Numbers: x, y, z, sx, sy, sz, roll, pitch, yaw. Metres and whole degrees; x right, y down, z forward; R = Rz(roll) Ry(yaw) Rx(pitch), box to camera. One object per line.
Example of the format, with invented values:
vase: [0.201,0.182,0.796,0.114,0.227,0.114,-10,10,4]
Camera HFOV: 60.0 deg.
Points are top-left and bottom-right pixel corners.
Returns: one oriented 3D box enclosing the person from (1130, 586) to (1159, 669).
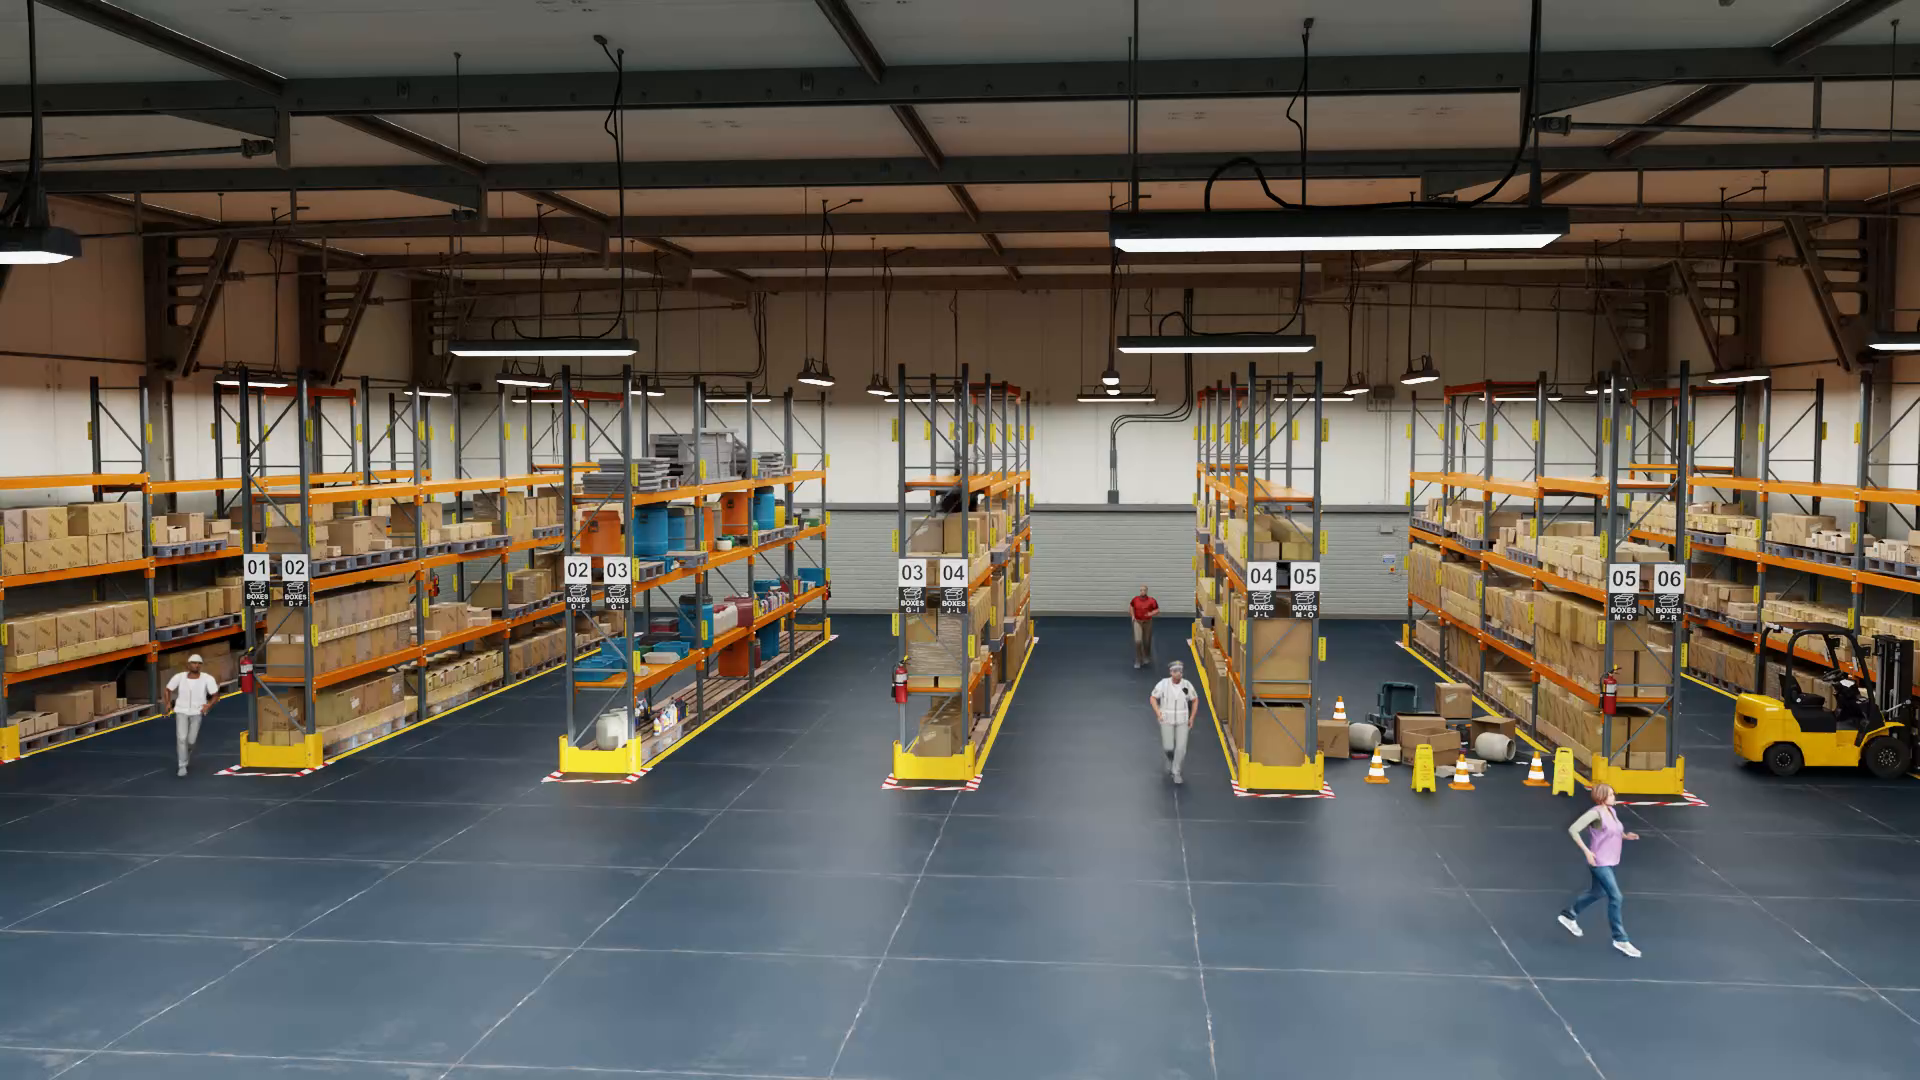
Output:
person: [3.948,1.867,35.647,0.645,1.789,0.780,1,4,9]

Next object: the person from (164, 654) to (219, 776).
person: [-11.370,2.569,24.619,0.741,1.735,0.731,-2,4,-25]

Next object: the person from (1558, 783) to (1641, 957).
person: [6.204,3.155,16.105,0.843,1.596,0.524,3,5,41]

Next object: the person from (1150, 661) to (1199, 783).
person: [3.099,2.604,23.988,0.695,1.753,0.549,0,4,3]
